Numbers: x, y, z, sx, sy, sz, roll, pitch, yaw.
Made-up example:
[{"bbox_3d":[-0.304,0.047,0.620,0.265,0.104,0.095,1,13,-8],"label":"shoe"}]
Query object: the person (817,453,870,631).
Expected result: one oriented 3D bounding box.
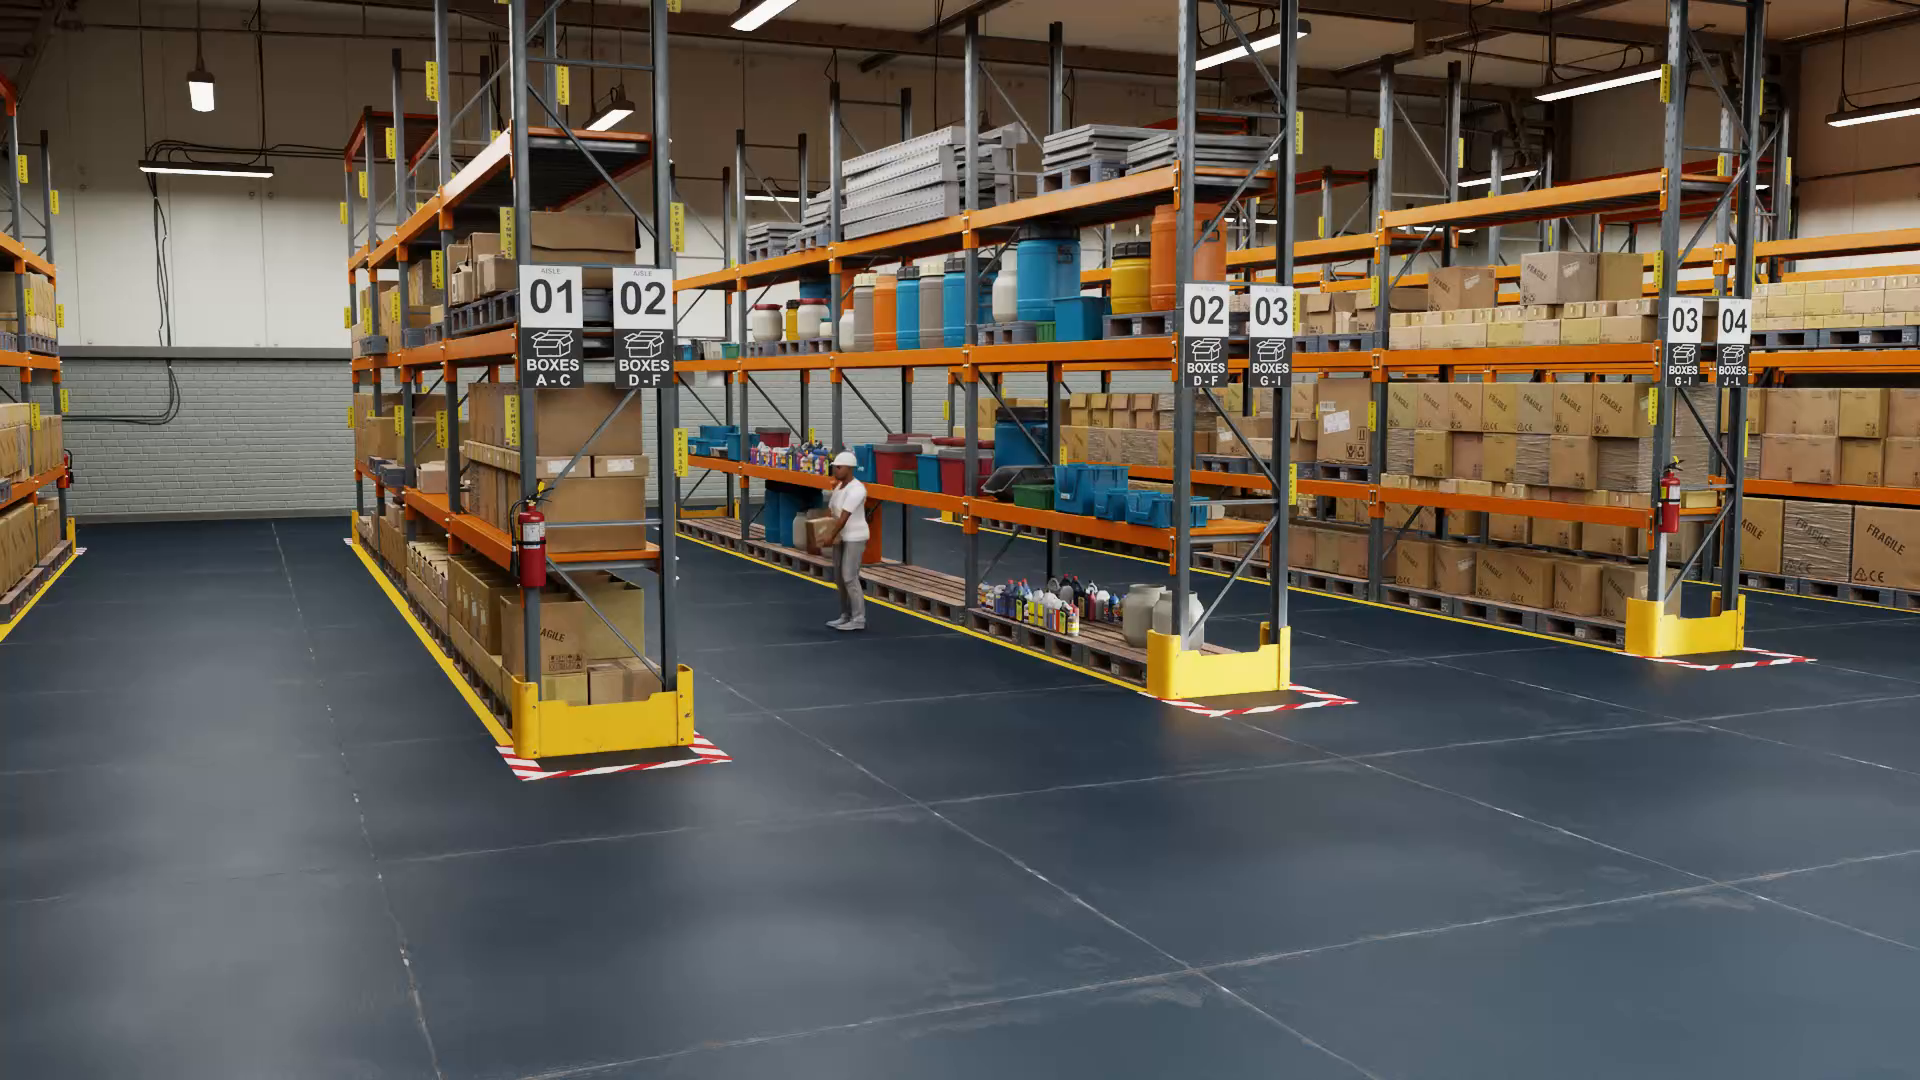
[{"bbox_3d":[-1.194,0.012,16.530,0.576,1.761,0.505,-2,6,-25],"label":"person"}]
